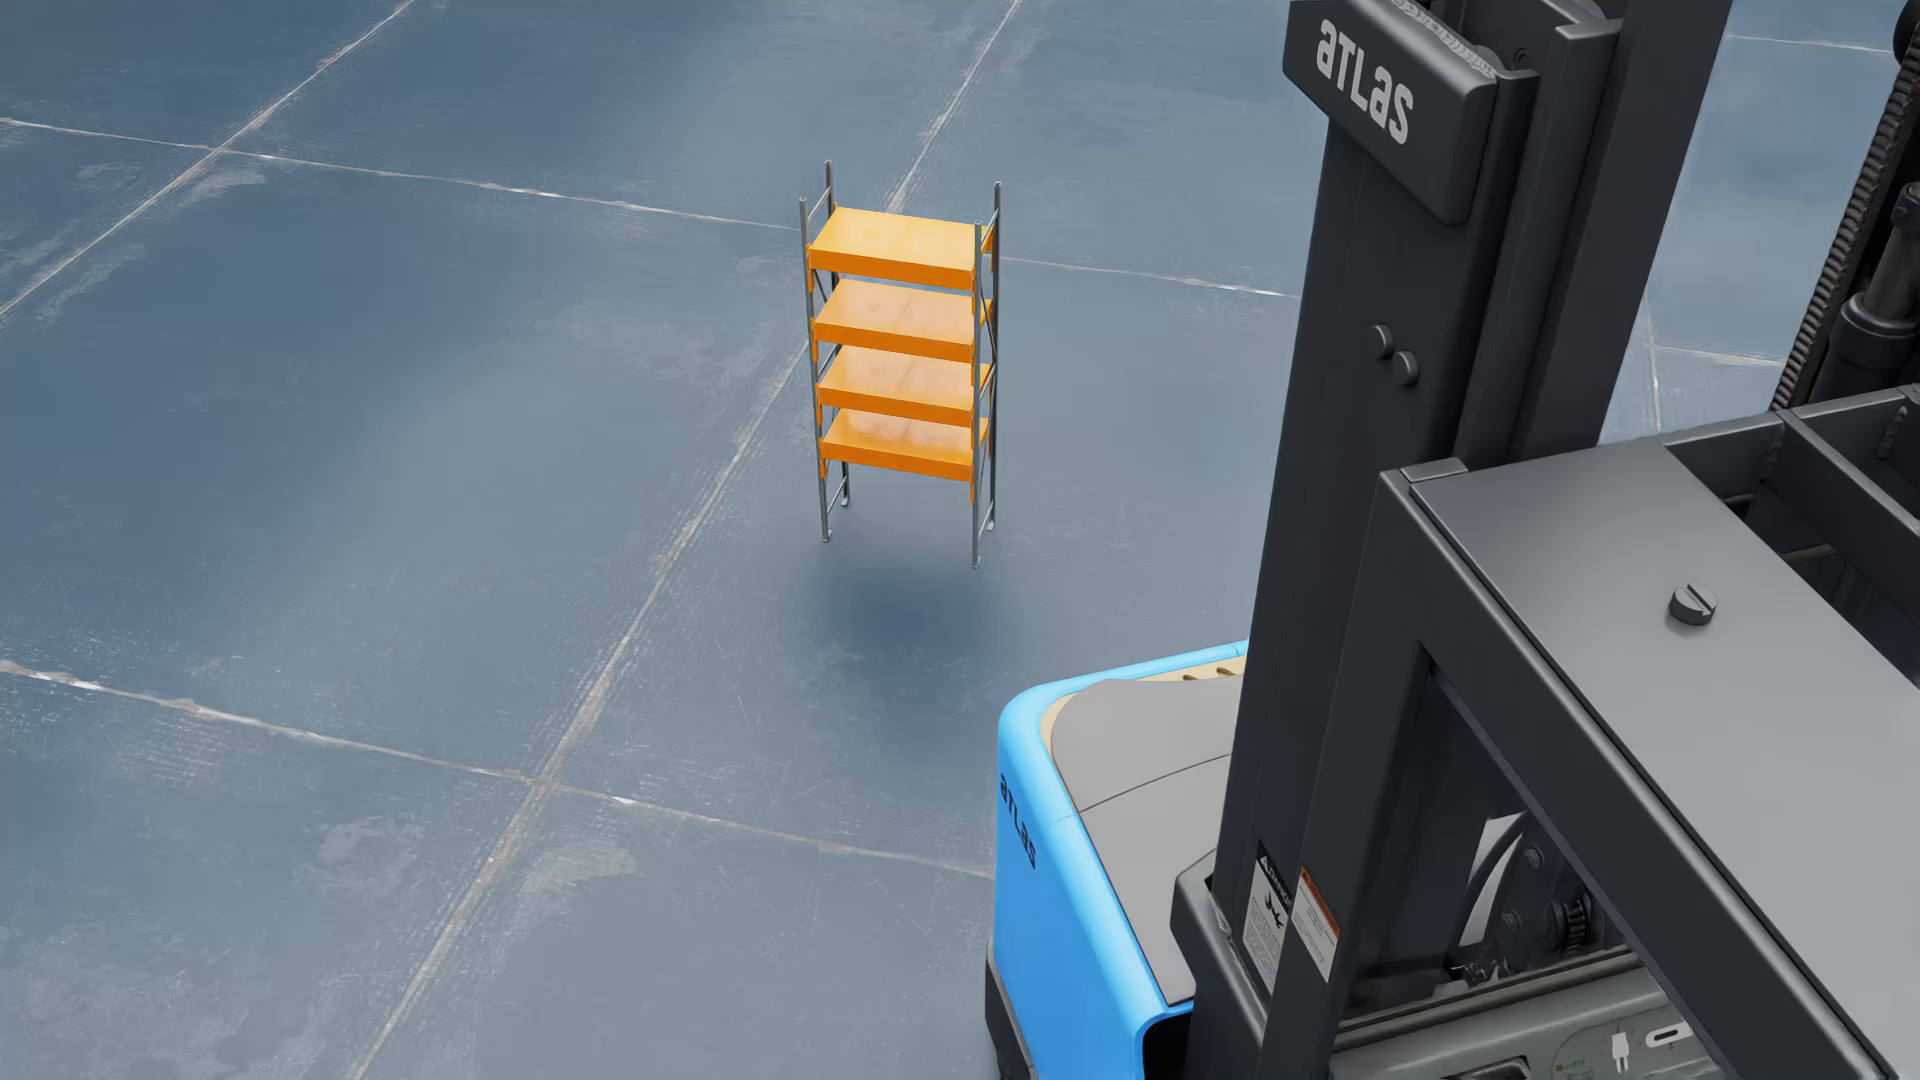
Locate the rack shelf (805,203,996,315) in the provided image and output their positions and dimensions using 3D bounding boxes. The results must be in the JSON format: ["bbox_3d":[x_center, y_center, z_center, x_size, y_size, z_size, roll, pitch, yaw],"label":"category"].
[{"bbox_3d":[-0.160,-0.788,4.644,0.480,0.148,0.258,10,41,11],"label":"rack shelf"}]

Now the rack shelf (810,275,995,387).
[{"bbox_3d":[-0.160,-0.607,4.796,0.480,0.148,0.258,10,41,11],"label":"rack shelf"}]

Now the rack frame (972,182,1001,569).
[{"bbox_3d":[0.076,-0.446,4.849,0.015,1.200,0.240,10,41,11],"label":"rack frame"}]

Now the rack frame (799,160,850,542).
[{"bbox_3d":[-0.396,-0.528,4.945,0.015,1.200,0.240,10,41,11],"label":"rack frame"}]

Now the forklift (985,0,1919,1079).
[{"bbox_3d":[0.972,0.814,2.002,1.130,2.935,3.031,-11,41,-13],"label":"forklift"}]

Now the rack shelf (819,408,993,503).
[{"bbox_3d":[-0.160,-0.283,5.068,0.480,0.148,0.258,10,41,11],"label":"rack shelf"}]

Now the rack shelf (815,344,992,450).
[{"bbox_3d":[-0.160,-0.435,4.940,0.480,0.148,0.258,10,41,11],"label":"rack shelf"}]

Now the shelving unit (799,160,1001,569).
[{"bbox_3d":[-0.160,-0.487,4.897,0.503,1.200,0.258,10,41,11],"label":"shelving unit"}]
